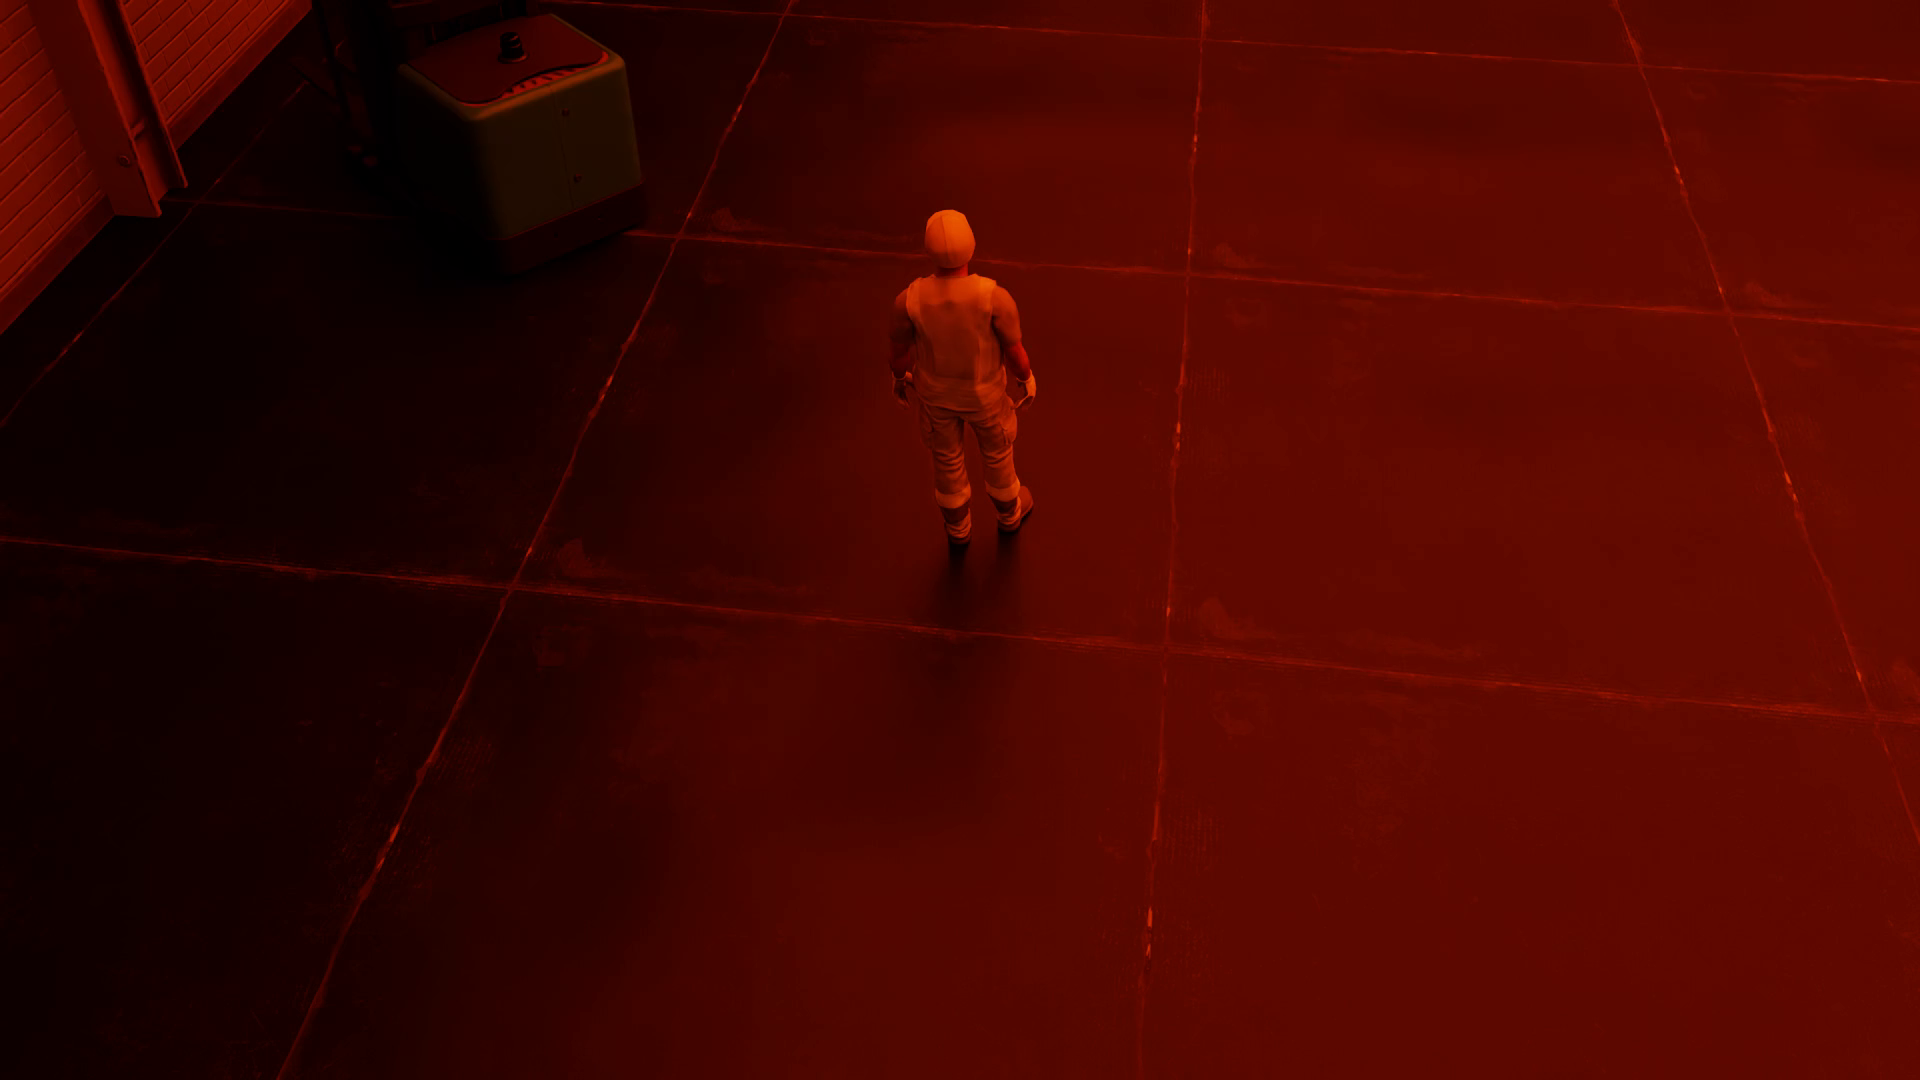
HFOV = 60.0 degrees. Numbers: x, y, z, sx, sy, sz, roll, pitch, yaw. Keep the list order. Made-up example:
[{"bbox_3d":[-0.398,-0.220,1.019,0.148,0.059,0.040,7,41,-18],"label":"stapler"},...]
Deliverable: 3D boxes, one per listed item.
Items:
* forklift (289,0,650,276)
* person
[{"bbox_3d":[-3.201,-3.489,9.522,1.130,2.935,3.031,-31,51,-29],"label":"forklift"},{"bbox_3d":[0.023,-0.717,7.338,0.637,1.787,0.564,5,43,6],"label":"person"}]
